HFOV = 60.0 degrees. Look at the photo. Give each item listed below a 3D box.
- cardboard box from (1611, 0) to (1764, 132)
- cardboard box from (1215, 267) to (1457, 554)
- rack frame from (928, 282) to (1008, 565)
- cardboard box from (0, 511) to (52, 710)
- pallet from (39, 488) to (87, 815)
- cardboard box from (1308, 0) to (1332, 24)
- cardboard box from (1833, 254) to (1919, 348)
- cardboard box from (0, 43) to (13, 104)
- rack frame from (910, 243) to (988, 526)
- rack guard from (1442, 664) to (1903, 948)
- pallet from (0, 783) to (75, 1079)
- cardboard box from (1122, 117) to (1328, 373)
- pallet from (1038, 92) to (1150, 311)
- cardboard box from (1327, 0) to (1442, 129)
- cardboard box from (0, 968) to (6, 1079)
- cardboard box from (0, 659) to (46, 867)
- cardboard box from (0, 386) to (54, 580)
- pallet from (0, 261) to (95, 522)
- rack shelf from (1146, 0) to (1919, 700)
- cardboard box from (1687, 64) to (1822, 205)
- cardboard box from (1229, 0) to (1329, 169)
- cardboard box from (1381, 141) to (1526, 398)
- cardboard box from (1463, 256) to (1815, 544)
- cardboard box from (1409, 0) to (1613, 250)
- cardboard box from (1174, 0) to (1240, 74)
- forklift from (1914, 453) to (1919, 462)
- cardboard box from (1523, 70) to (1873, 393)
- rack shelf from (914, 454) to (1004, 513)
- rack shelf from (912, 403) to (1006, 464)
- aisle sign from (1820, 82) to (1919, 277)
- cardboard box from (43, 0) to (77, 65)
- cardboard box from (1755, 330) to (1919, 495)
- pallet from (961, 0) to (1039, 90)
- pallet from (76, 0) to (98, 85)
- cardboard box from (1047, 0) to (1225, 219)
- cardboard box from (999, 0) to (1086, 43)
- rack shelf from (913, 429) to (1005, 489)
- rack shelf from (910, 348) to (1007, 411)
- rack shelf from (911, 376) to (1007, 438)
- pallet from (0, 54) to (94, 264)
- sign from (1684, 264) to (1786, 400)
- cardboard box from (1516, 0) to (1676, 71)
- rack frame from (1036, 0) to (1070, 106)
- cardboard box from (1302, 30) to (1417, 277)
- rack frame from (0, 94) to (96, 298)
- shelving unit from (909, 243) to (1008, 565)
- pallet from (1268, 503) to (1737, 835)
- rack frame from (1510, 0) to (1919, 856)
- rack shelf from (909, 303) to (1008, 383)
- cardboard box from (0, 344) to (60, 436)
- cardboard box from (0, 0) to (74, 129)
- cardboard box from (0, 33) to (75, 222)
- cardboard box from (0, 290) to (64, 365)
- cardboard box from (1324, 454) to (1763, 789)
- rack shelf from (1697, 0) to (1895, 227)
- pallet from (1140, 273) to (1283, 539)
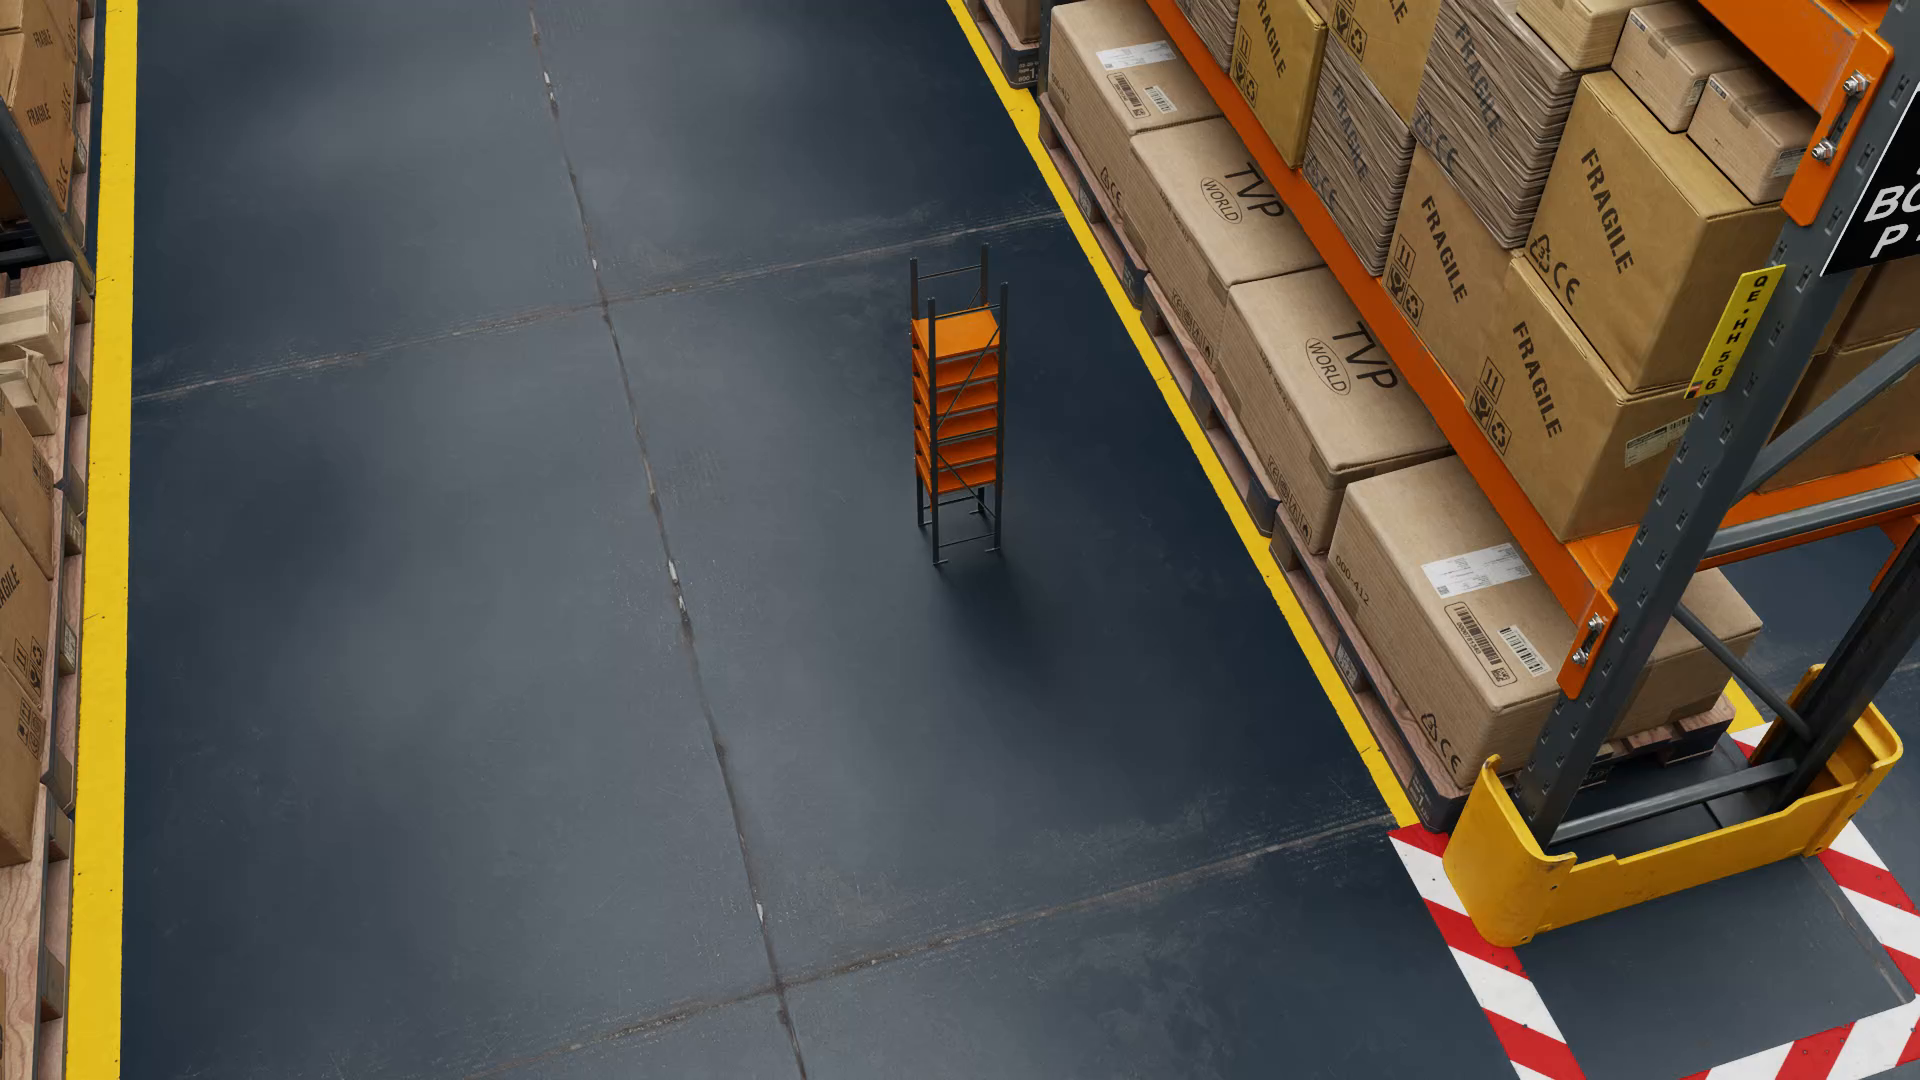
[{"bbox_3d":[1.622,-1.020,3.505,0.380,0.149,0.250,-12,51,-10],"label":"cardboard box"},{"bbox_3d":[1.448,-0.496,5.607,0.875,0.438,0.875,-12,51,-10],"label":"cardboard box"},{"bbox_3d":[0.023,-0.330,5.244,0.240,1.200,0.006,-13,51,-11],"label":"rack frame"},{"bbox_3d":[-3.090,0.225,4.958,0.500,0.500,0.500,-12,51,-10],"label":"cardboard box"},{"bbox_3d":[-3.339,0.437,5.244,1.003,0.211,1.213,-13,51,-11],"label":"pallet"},{"bbox_3d":[1.175,-1.818,4.601,0.500,0.500,0.500,-14,51,-11],"label":"cardboard box"},{"bbox_3d":[2.148,-0.830,3.768,0.500,0.500,0.500,-14,51,-12],"label":"cardboard box"},{"bbox_3d":[-3.758,-1.717,6.172,0.380,0.149,0.250,-11,51,-9],"label":"cardboard box"},{"bbox_3d":[-0.031,-0.464,5.357,0.240,1.200,0.006,-13,51,-11],"label":"rack frame"},{"bbox_3d":[2.025,0.763,4.780,1.175,0.500,0.348,-13,51,-11],"label":"rack guard"},{"bbox_3d":[-2.982,1.326,4.494,1.003,0.211,1.213,-13,51,-11],"label":"pallet"},{"bbox_3d":[1.183,-1.154,6.162,0.875,0.438,0.875,-15,51,-12],"label":"cardboard box"},{"bbox_3d":[0.985,-1.510,6.885,1.003,0.211,1.213,-13,51,-11],"label":"pallet"},{"bbox_3d":[1.322,-1.450,4.291,0.500,0.500,0.500,-14,51,-11],"label":"cardboard box"},{"bbox_3d":[-2.813,1.266,4.079,0.797,0.503,0.637,-15,52,-12],"label":"cardboard box"},{"bbox_3d":[-3.029,0.634,4.614,0.700,0.500,0.500,-11,51,-9],"label":"cardboard box"},{"bbox_3d":[-3.336,-0.124,5.253,0.700,0.500,0.500,-15,52,-12],"label":"cardboard box"},{"bbox_3d":[-3.704,-0.456,5.996,1.003,0.211,1.213,-13,51,-11],"label":"pallet"},{"bbox_3d":[1.426,-1.289,5.345,1.077,0.370,4.000,-13,51,-11],"label":"rack shelf"},{"bbox_3d":[1.720,-0.840,3.353,0.380,0.149,0.250,-13,51,-10],"label":"cardboard box"},{"bbox_3d":[1.162,-1.502,4.989,0.500,0.500,0.500,-12,51,-10],"label":"cardboard box"},{"bbox_3d":[1.488,-0.755,4.359,0.500,0.500,0.500,-14,51,-12],"label":"cardboard box"},{"bbox_3d":[1.622,-0.385,4.047,0.500,0.500,0.500,-13,51,-11],"label":"cardboard box"},{"bbox_3d":[1.465,-1.088,3.986,0.500,0.500,0.500,-13,51,-11],"label":"cardboard box"},{"bbox_3d":[1.009,-1.879,5.306,0.500,0.500,0.500,-13,51,-11],"label":"cardboard box"},{"bbox_3d":[3.966,-1.842,5.386,1.130,2.935,3.031,6,50,5],"label":"forklift"},{"bbox_3d":[1.648,-0.713,3.670,0.500,0.500,0.500,-12,51,-10],"label":"cardboard box"},{"bbox_3d":[-0.004,-0.214,5.518,0.258,0.103,0.180,-13,51,-11],"label":"rack shelf"},{"bbox_3d":[-0.004,-0.369,5.334,0.258,0.103,0.180,-13,51,-11],"label":"rack shelf"},{"bbox_3d":[1.743,-0.775,2.741,0.394,0.787,0.004,-13,51,-11],"label":"aisle sign"},{"bbox_3d":[-4.144,-2.343,7.123,0.500,0.500,0.500,-15,51,-12],"label":"cardboard box"},{"bbox_3d":[2.150,-0.508,4.151,0.500,0.500,0.500,-14,51,-11],"label":"cardboard box"},{"bbox_3d":[0.535,-2.629,7.828,1.003,0.211,1.213,-13,51,-11],"label":"pallet"},{"bbox_3d":[-4.547,-2.436,7.665,1.003,0.211,1.213,-13,51,-11],"label":"pallet"},{"bbox_3d":[0.918,-1.808,6.714,0.875,0.438,0.875,-14,51,-12],"label":"cardboard box"},{"bbox_3d":[0.575,-2.867,7.320,0.875,0.875,0.875,-12,51,-10],"label":"cardboard box"},{"bbox_3d":[-0.004,-0.291,5.426,0.258,0.103,0.180,-13,51,-11],"label":"rack shelf"},{"bbox_3d":[-0.004,-0.523,5.151,0.258,0.103,0.180,-13,51,-11],"label":"rack shelf"},{"bbox_3d":[-0.004,-0.446,5.242,0.258,0.103,0.180,-13,51,-11],"label":"rack shelf"},{"bbox_3d":[-4.182,-1.543,6.913,1.003,0.211,1.213,-13,51,-11],"label":"pallet"},{"bbox_3d":[1.495,-0.397,3.211,0.100,0.325,0.005,-13,51,-11],"label":"sign"},{"bbox_3d":[1.466,-1.190,3.648,0.380,0.149,0.250,-14,51,-11],"label":"cardboard box"},{"bbox_3d":[0.835,-2.982,6.302,1.000,3.000,0.127,-13,51,-11],"label":"rack frame"},{"bbox_3d":[1.327,-1.128,4.674,0.500,0.500,0.500,-12,51,-10],"label":"cardboard box"},{"bbox_3d":[-3.906,-1.856,5.353,1.000,3.000,0.127,-13,51,-11],"label":"rack frame"},{"bbox_3d":[-0.004,-0.397,5.300,0.258,1.200,0.189,-13,51,-11],"label":"shelving unit"},{"bbox_3d":[1.707,0.272,5.382,1.003,0.211,1.213,-13,51,-11],"label":"pallet"},{"bbox_3d":[2.018,-0.060,3.839,1.000,3.000,0.127,-13,51,-11],"label":"rack frame"},{"bbox_3d":[-0.004,-0.601,5.059,0.258,0.103,0.180,-13,51,-11],"label":"rack shelf"},{"bbox_3d":[-3.355,-0.509,5.731,0.396,0.266,0.258,-12,51,-10],"label":"cardboard box"},{"bbox_3d":[-4.001,-1.977,6.815,0.500,0.500,0.500,-14,51,-11],"label":"cardboard box"},{"bbox_3d":[-3.834,-1.590,6.489,0.500,0.500,0.500,-11,51,-9],"label":"cardboard box"},{"bbox_3d":[-3.460,-0.732,5.996,0.380,0.149,0.250,-15,51,-12],"label":"cardboard box"},{"bbox_3d":[1.727,0.171,5.045,0.875,0.438,0.875,-15,51,-12],"label":"cardboard box"},{"bbox_3d":[1.426,-2.256,4.198,1.077,0.370,4.000,-13,51,-11],"label":"rack shelf"},{"bbox_3d":[1.349,-0.617,6.132,1.003,0.211,1.213,-13,51,-11],"label":"pallet"}]
